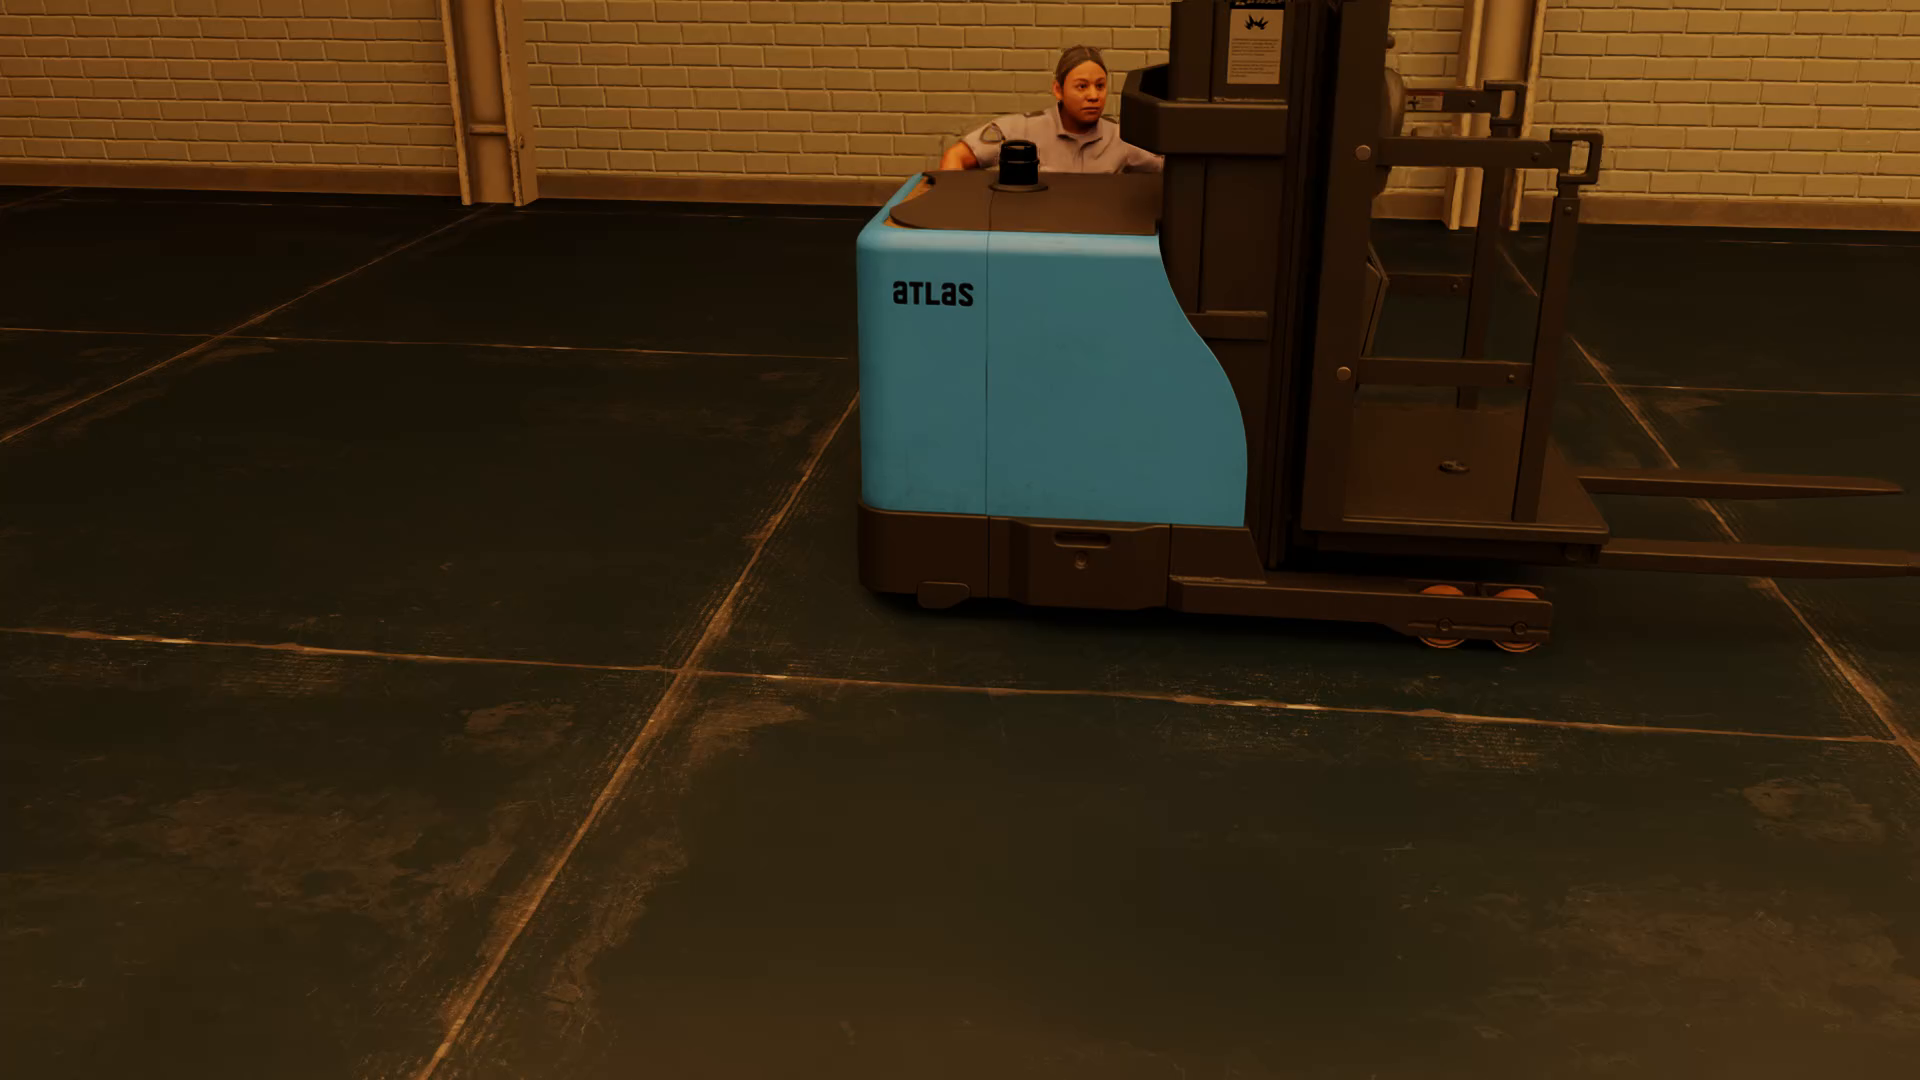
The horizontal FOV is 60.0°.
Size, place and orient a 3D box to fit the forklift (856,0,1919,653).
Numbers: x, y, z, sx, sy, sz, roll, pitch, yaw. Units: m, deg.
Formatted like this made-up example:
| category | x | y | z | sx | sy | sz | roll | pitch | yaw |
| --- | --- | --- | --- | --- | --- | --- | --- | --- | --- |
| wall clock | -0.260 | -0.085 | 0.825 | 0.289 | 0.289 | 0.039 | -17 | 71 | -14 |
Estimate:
| category | x | y | z | sx | sy | sz | roll | pitch | yaw |
| --- | --- | --- | --- | --- | --- | --- | --- | --- | --- |
| forklift | 1.271 | -1.271 | 4.410 | 3.031 | 2.935 | 1.130 | 3 | 22 | 7 |

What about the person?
| category | x | y | z | sx | sy | sz | roll | pitch | yaw |
| --- | --- | --- | --- | --- | --- | --- | --- | --- | --- |
| person | 0.402 | -0.841 | 5.357 | 0.900 | 1.407 | 0.781 | -9 | 24 | -22 |
